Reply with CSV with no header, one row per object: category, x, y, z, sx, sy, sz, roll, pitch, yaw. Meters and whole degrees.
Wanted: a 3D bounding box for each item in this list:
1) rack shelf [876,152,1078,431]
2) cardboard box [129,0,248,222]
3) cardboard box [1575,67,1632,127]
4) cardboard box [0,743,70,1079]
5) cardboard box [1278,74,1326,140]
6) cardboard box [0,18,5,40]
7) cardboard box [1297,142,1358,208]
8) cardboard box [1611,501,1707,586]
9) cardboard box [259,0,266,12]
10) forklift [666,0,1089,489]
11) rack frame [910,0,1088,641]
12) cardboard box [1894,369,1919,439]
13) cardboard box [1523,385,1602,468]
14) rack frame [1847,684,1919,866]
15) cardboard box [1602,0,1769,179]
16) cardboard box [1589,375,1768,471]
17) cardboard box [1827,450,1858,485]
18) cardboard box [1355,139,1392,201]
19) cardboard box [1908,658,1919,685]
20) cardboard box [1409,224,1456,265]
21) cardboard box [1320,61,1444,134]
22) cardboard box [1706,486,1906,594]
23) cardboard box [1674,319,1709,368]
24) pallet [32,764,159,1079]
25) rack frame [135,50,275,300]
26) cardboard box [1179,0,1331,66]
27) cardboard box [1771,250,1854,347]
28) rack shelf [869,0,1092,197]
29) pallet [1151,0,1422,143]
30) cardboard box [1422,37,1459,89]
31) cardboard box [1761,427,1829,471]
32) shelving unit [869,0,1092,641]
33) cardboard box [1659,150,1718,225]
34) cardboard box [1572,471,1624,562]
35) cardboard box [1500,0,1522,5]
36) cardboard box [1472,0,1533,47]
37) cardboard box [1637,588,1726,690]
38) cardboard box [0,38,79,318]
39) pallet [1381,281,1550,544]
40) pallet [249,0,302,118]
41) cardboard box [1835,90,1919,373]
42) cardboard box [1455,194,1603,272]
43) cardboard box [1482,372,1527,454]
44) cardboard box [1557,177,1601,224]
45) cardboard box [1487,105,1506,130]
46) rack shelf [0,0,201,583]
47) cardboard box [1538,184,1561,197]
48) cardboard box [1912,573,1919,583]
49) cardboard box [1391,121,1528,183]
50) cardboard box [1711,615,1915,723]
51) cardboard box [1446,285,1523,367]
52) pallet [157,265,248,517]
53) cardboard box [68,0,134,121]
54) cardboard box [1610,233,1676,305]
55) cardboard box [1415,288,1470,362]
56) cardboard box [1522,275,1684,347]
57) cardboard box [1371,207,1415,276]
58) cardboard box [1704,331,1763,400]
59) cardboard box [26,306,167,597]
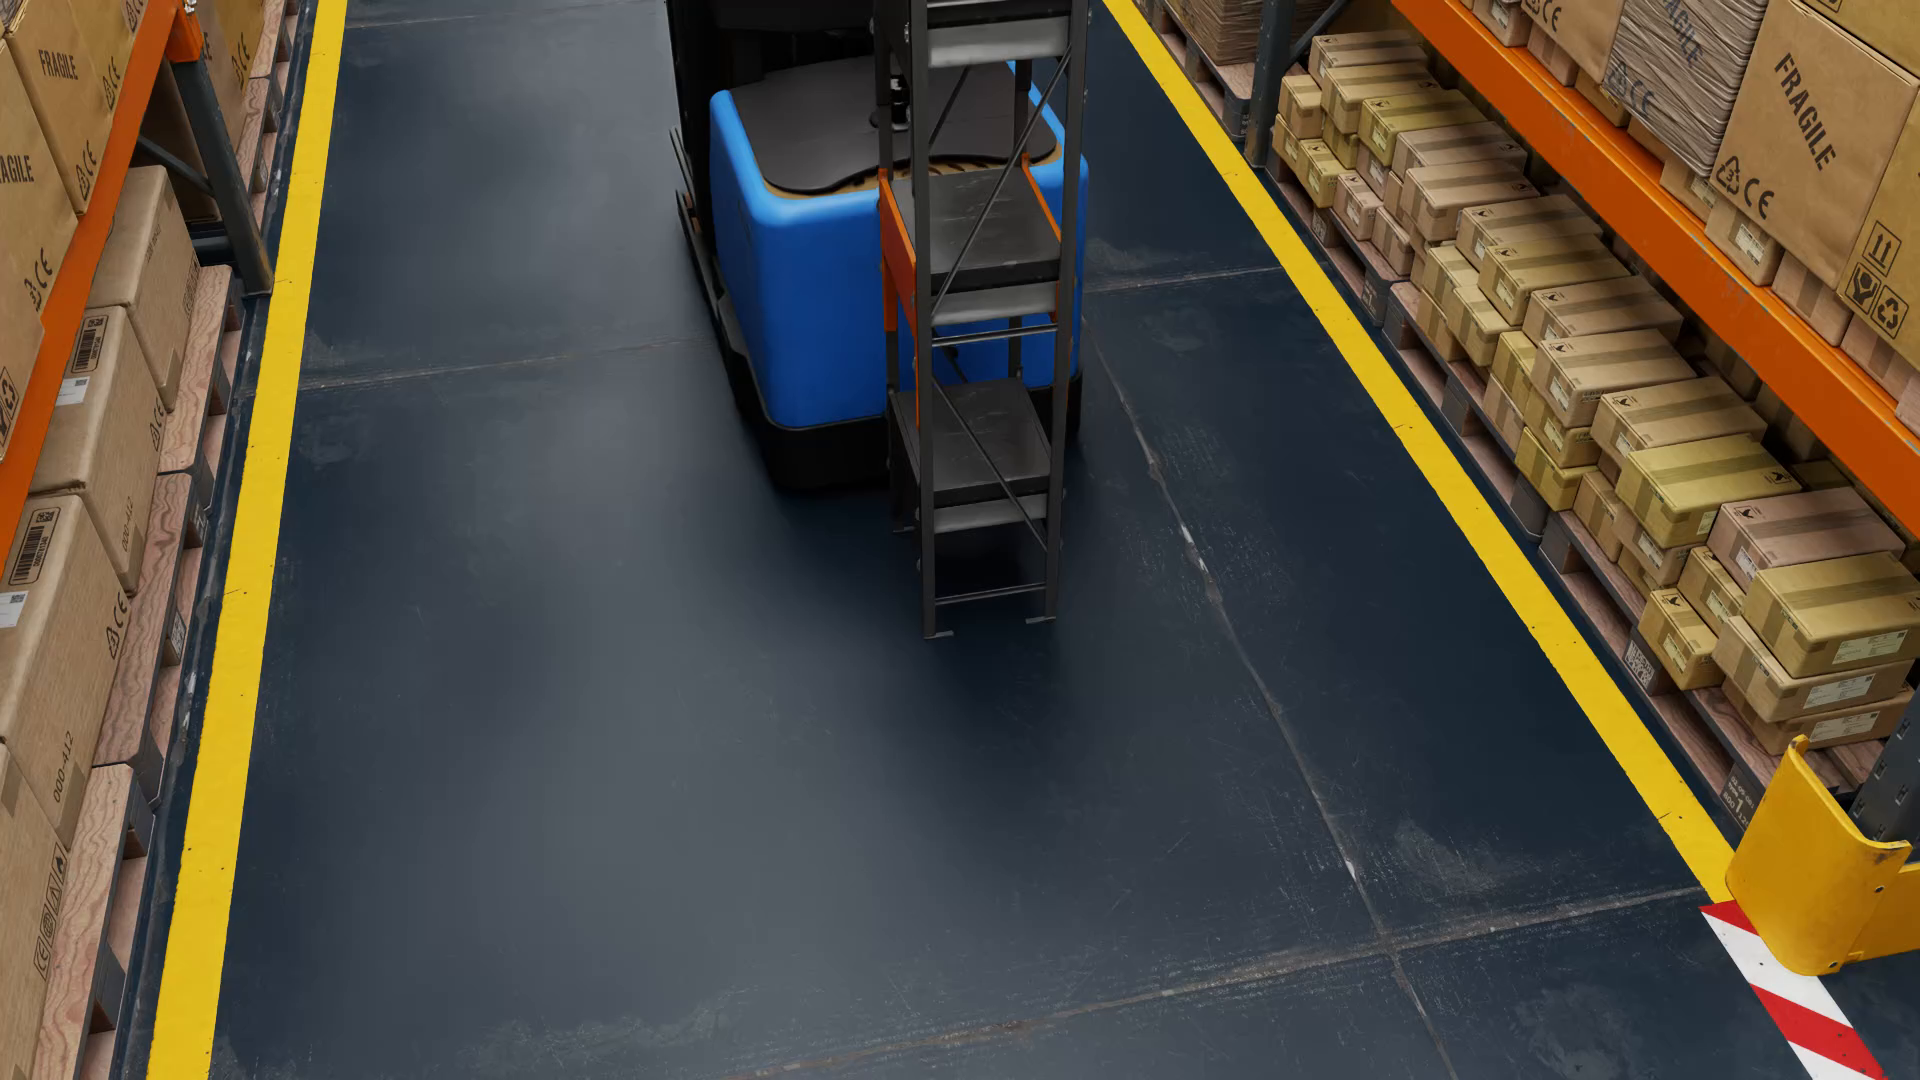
rack shelf,0.036,-0.668,4.441,0.431,0.518,0.480,-8,42,-9
cardboard box,-3.315,-1.767,6.265,0.875,0.875,0.875,-7,42,-8
cardboard box,1.960,-1.290,4.633,0.380,0.149,0.250,-8,42,-9
cardboard box,-2.480,0.967,3.515,0.875,0.438,0.875,-10,43,-11
cardboard box,1.474,-1.710,6.524,0.380,0.149,0.250,-7,42,-7
cardboard box,-2.411,-1.174,3.484,0.500,0.500,0.500,-8,42,-9
cardboard box,1.531,-1.425,6.427,0.380,0.149,0.250,-7,42,-8
cardboard box,2.065,-0.036,4.638,0.380,0.149,0.250,-10,43,-11
cardboard box,-3.710,-2.931,7.576,0.875,0.875,0.875,-8,42,-9
forklift,-0.493,-2.250,5.577,1.130,2.935,3.031,-11,43,-12
rack frame,0.088,-0.520,4.254,0.400,2.100,0.015,-8,42,-9
cardboard box,2.225,-0.273,3.487,0.380,0.149,0.250,-8,42,-9
cardboard box,1.941,-0.369,5.014,0.380,0.149,0.250,-8,42,-9
rack frame,2.572,-0.196,3.211,1.000,3.000,0.127,-8,42,-9
cardboard box,1.999,-1.261,4.111,0.500,0.500,0.500,-8,42,-9
cardboard box,2.038,-0.314,4.727,0.380,0.149,0.250,-10,43,-11
cardboard box,2.684,-0.241,4.644,0.380,0.149,0.250,-8,42,-9
cardboard box,1.704,-1.406,6.181,0.380,0.149,0.250,-9,42,-10
cardboard box,2.771,0.328,4.452,0.380,0.149,0.250,-8,42,-8
cardboard box,1.796,-1.049,5.779,0.380,0.149,0.250,-7,42,-7
cardboard box,1.582,-1.662,6.246,0.380,0.149,0.250,-6,42,-7
cardboard box,2.212,0.013,4.359,0.380,0.149,0.250,-8,42,-8
cardboard box,2.368,-0.616,5.291,0.380,0.149,0.250,-6,42,-7
pallet,-2.489,1.115,3.835,1.003,0.211,1.213,-8,42,-9
rack frame,-3.103,-2.014,5.259,1.000,3.000,0.127,-8,42,-9
cardboard box,1.303,-2.454,7.322,0.500,0.500,0.500,-9,42,-10
cardboard box,2.140,-0.600,3.855,0.380,0.149,0.250,-9,42,-10
rack shelf,0.036,-1.191,3.976,0.431,0.518,0.480,-8,42,-9
pallet,1.539,-2.250,7.626,1.003,0.211,1.213,-8,42,-9
cardboard box,2.039,-1.909,6.524,0.380,0.149,0.250,-7,42,-8
cardboard box,2.617,-0.288,4.922,0.380,0.149,0.250,-7,42,-8
shelving unit,0.036,-0.678,4.432,0.431,2.100,0.503,-8,42,-9
cardboard box,2.034,-0.937,4.235,0.380,0.149,0.250,-10,43,-11
cardboard box,2.061,-0.092,4.925,0.380,0.149,0.250,-8,42,-9
cardboard box,1.757,-1.929,4.864,0.500,0.500,0.500,-9,42,-10
cardboard box,1.782,-1.617,5.002,0.380,0.149,0.250,-7,42,-7
cardboard box,2.100,0.250,4.540,0.380,0.149,0.250,-7,42,-8
cardboard box,-2.416,-0.789,3.804,0.500,0.500,0.500,-7,42,-8
pallet,2.155,-0.523,5.680,1.003,0.211,1.213,-8,42,-9
pallet,-3.610,-2.253,7.629,1.003,0.211,1.213,-8,42,-9
cardboard box,2.224,-0.599,3.366,0.500,0.500,0.500,-8,42,-8
cardboard box,1.878,-0.998,5.498,0.380,0.149,0.250,-10,43,-11
cardboard box,1.906,-0.428,5.304,0.380,0.149,0.250,-8,42,-8
cardboard box,2.322,-1.247,5.778,0.380,0.149,0.250,-10,43,-11
cardboard box,2.194,-1.588,6.163,0.380,0.149,0.250,-9,42,-10
rack shelf,-2.671,-0.448,4.037,1.077,0.370,4.000,-8,42,-9
cardboard box,2.265,-1.148,5.891,0.380,0.149,0.250,-7,42,-8
cardboard box,2.705,0.040,4.552,0.380,0.149,0.250,-9,42,-9
cardboard box,1.763,-1.339,5.882,0.380,0.149,0.250,-9,42,-10
cardboard box,2.179,0.301,4.259,0.380,0.149,0.250,-9,42,-10
cardboard box,1.817,-0.713,5.401,0.380,0.149,0.250,-8,42,-9
pallet,-3.015,-0.467,5.617,1.003,0.211,1.213,-8,42,-9
cardboard box,-2.637,-1.454,4.554,0.500,0.500,0.500,-9,42,-10
cardboard box,2.339,-0.897,5.384,0.380,0.149,0.250,-8,42,-9
cardboard box,1.793,-0.762,5.680,0.380,0.149,0.250,-9,42,-10
cardboard box,1.977,-0.667,5.124,0.380,0.149,0.250,-10,43,-11
cardboard box,1.739,-1.114,6.076,0.380,0.149,0.250,-9,42,-10
cardboard box,2.499,-0.571,5.016,0.380,0.149,0.250,-7,42,-8
cardboard box,-2.879,-0.210,4.841,0.875,0.438,0.875,-10,42,-11
